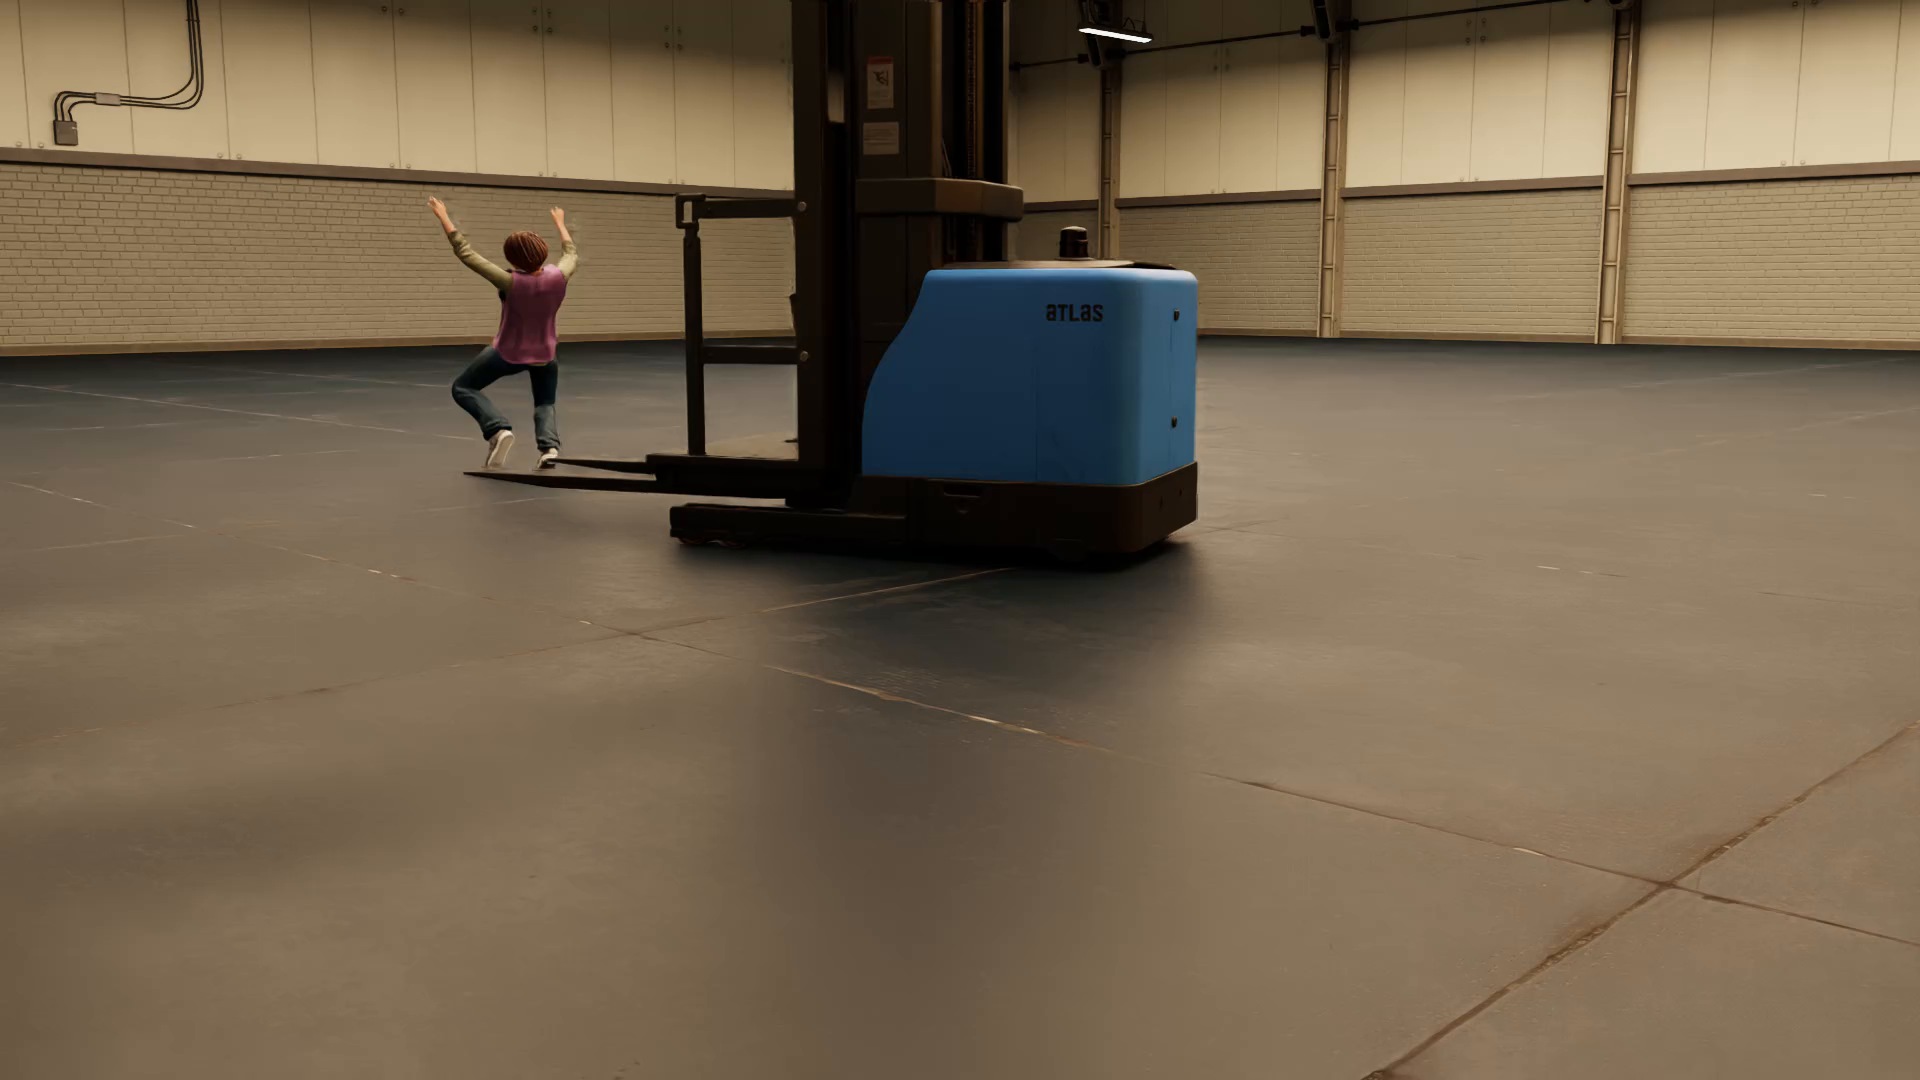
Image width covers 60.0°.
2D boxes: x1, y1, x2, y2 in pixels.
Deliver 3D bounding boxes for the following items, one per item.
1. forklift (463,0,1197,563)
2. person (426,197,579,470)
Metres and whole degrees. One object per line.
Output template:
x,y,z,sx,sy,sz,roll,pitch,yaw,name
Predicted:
-0.606,-1.482,6.717,3.031,2.935,1.130,3,9,21,forklift
-2.453,-1.110,9.091,0.825,1.487,0.658,-6,10,-35,person
